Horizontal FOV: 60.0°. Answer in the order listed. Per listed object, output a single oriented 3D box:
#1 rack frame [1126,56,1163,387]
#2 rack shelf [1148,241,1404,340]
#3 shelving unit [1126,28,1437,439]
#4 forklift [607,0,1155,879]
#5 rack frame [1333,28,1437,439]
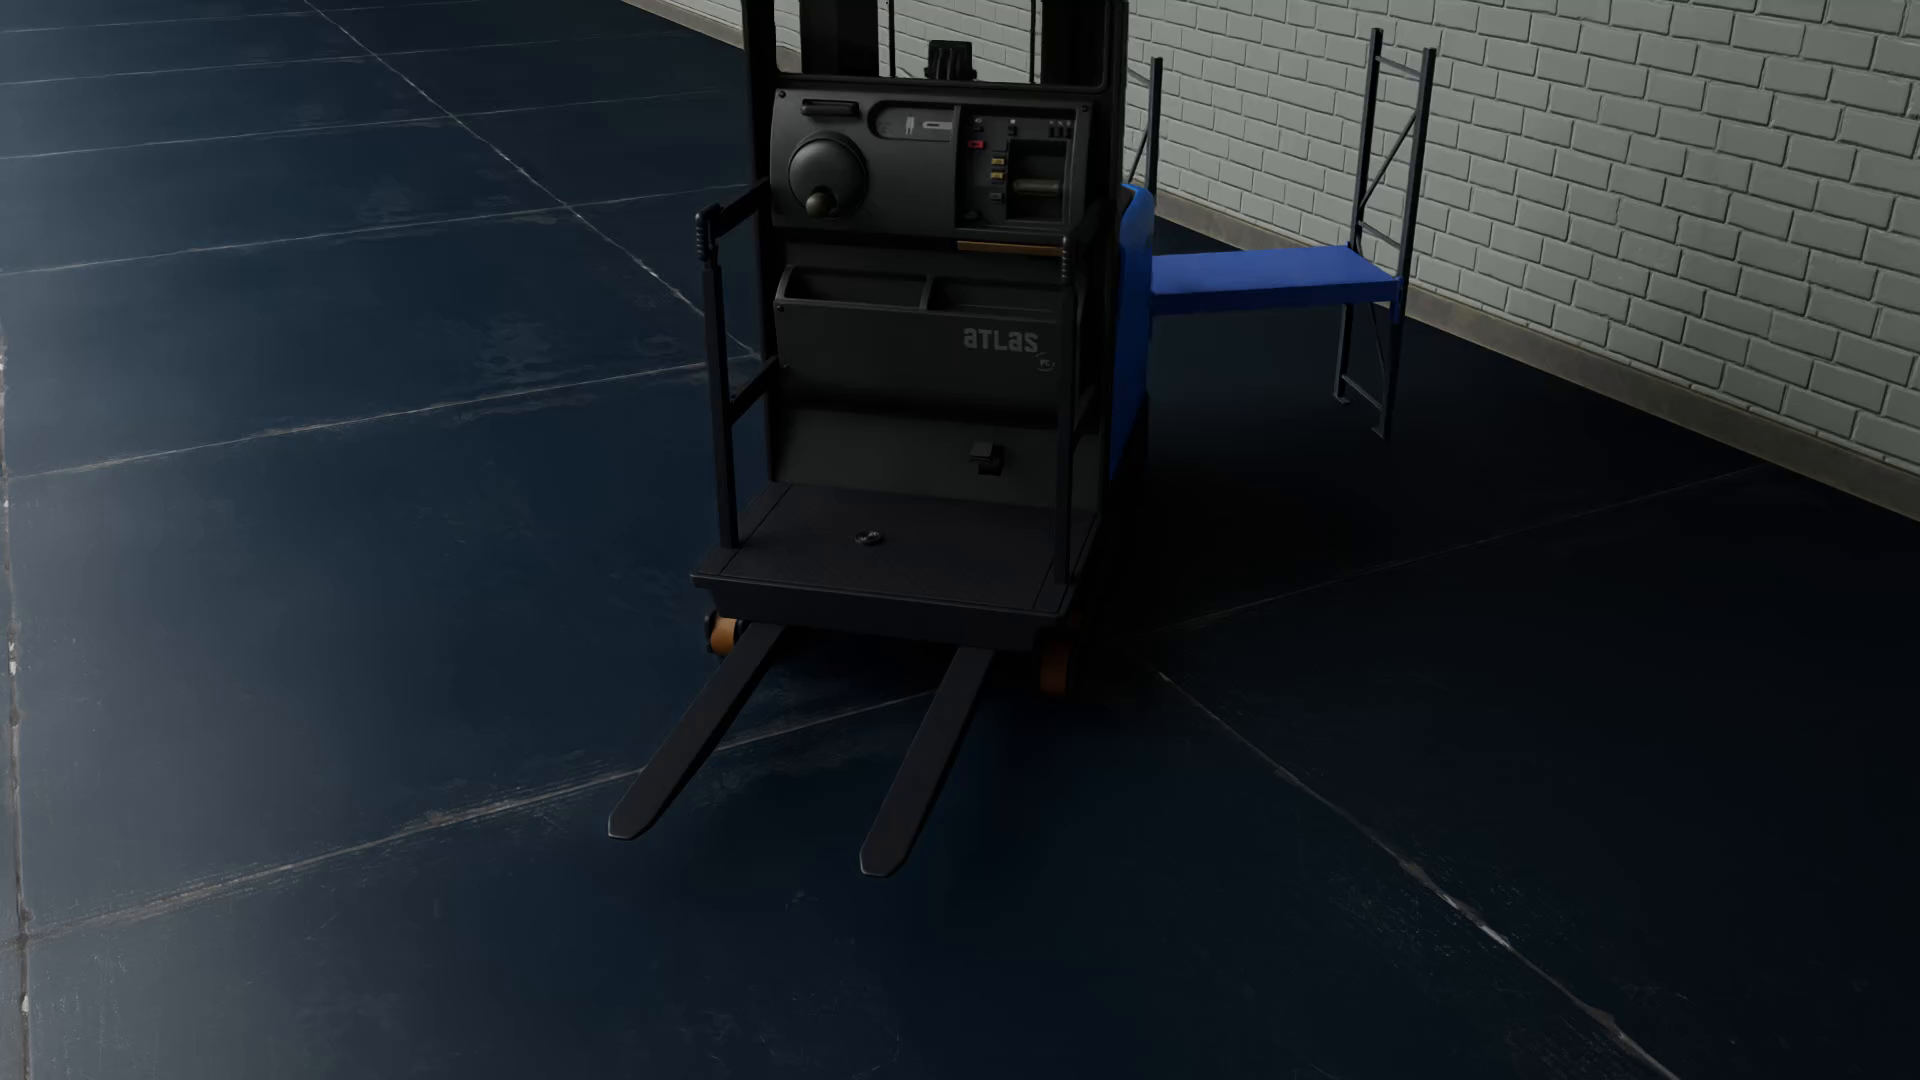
[{"bbox_3d":[0.642,-1.098,6.304,0.032,1.500,0.500,-5,26,-10],"label":"rack frame"},{"bbox_3d":[1.141,-0.978,6.469,1.000,0.185,0.538,-5,26,-10],"label":"rack shelf"},{"bbox_3d":[1.141,-1.140,6.391,1.048,1.500,0.538,-5,26,-10],"label":"shelving unit"},{"bbox_3d":[-0.136,-1.045,4.540,1.130,2.935,3.031,6,26,12],"label":"forklift"},{"bbox_3d":[1.640,-1.182,6.479,0.032,1.500,0.500,-5,26,-10],"label":"rack frame"}]
